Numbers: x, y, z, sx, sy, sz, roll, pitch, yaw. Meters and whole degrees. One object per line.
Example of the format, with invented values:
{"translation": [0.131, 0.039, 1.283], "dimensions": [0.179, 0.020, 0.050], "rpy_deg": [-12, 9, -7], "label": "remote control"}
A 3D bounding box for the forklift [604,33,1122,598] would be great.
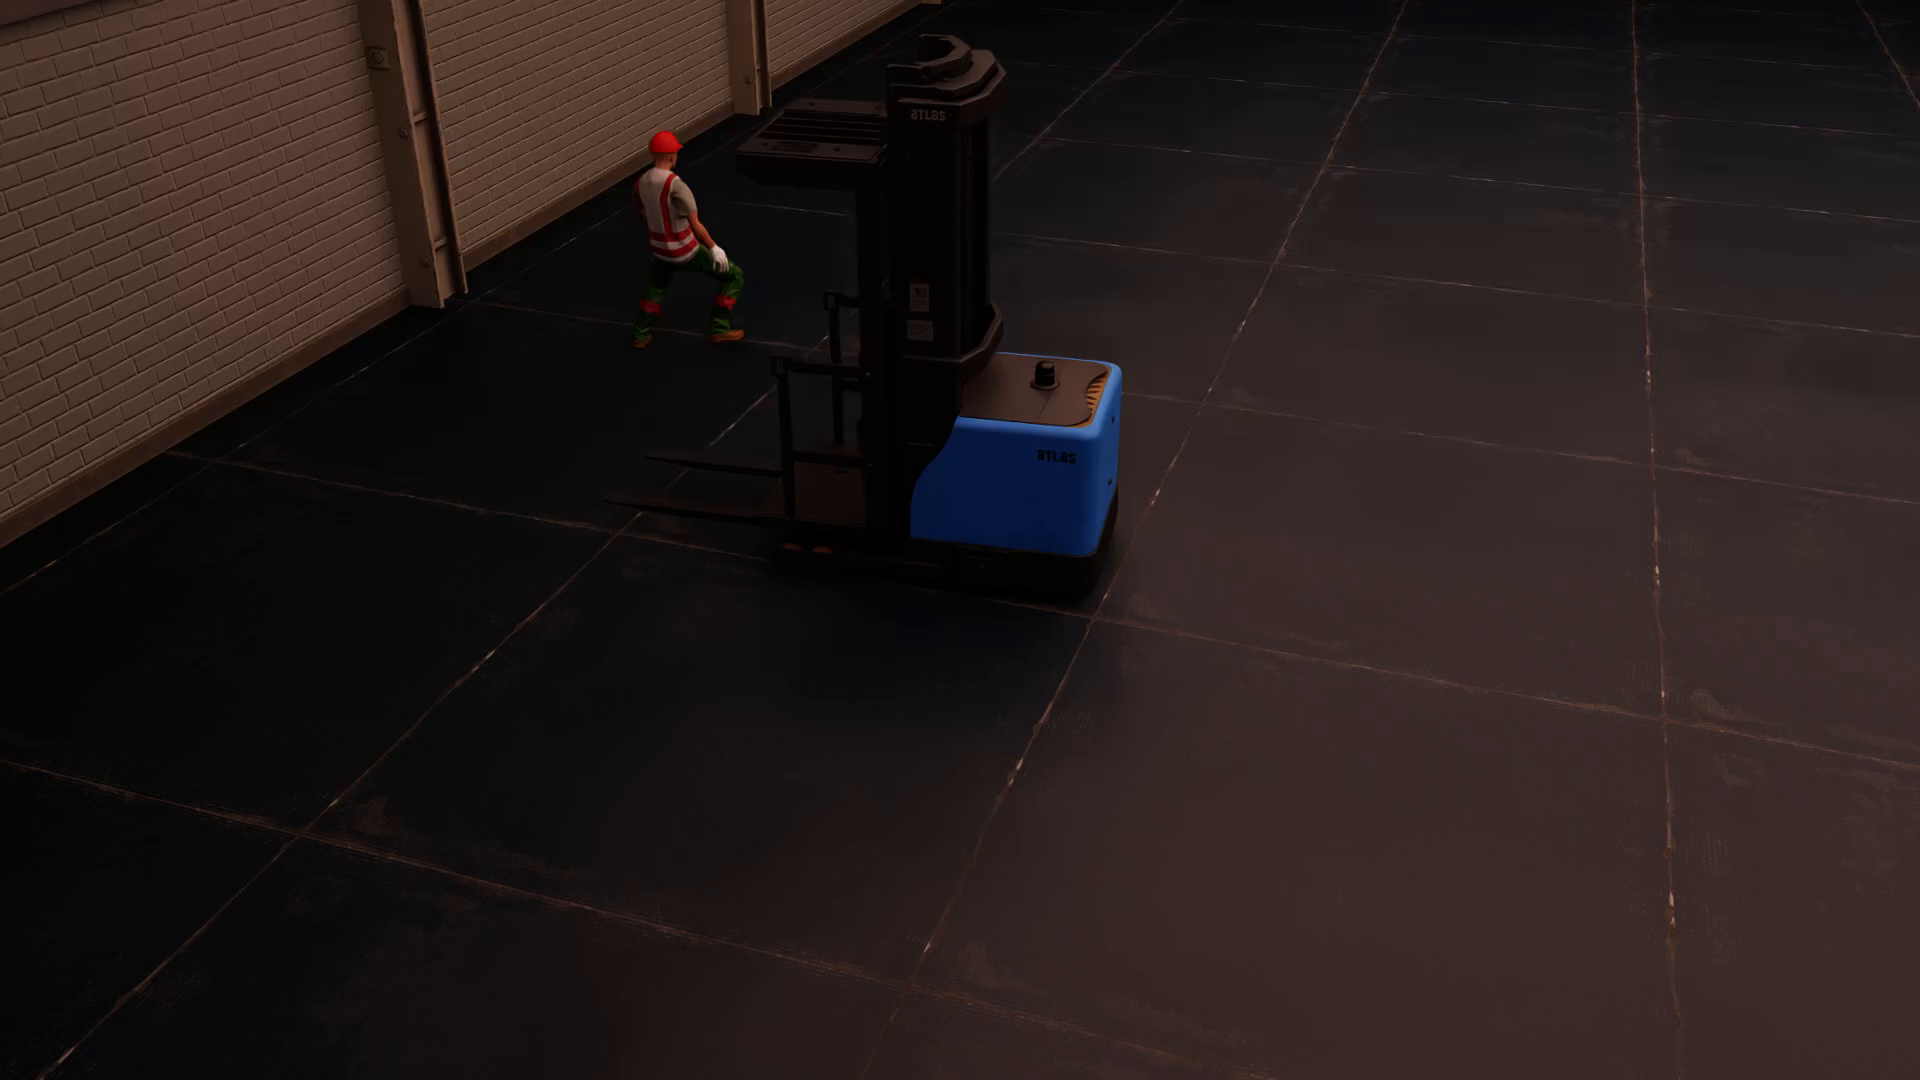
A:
{"translation": [-0.612, -1.317, 9.446], "dimensions": [3.031, 2.935, 1.130], "rpy_deg": [6, 30, 11], "label": "forklift"}

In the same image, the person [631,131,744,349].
{"translation": [-2.103, -2.212, 12.337], "dimensions": [0.992, 1.651, 0.665], "rpy_deg": [22, 37, 34], "label": "person"}
